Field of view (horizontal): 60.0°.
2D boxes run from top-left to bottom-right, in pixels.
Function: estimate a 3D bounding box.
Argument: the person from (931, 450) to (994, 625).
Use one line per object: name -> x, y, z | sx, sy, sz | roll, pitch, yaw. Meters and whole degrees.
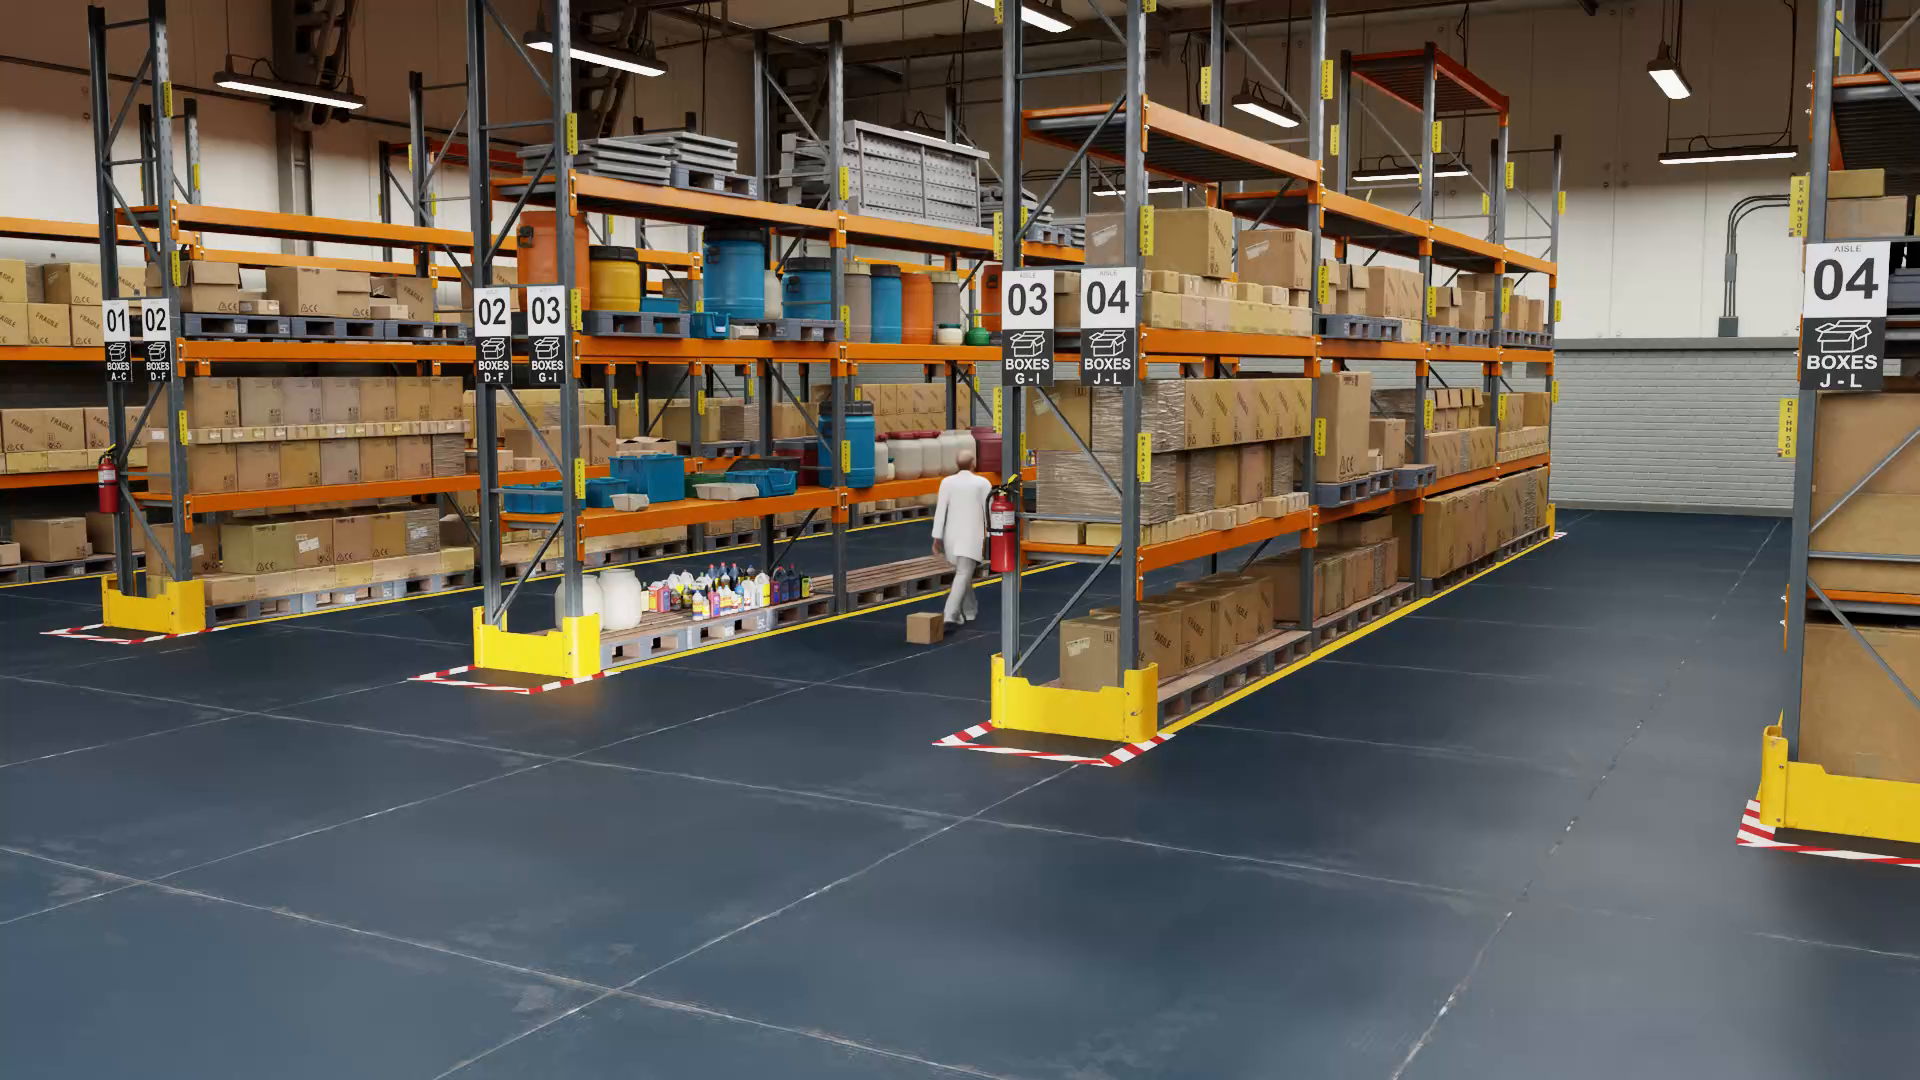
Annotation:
person -> 0.057, -0.025, 16.402 | 0.613, 1.724, 1.153 | 2, 6, 21
